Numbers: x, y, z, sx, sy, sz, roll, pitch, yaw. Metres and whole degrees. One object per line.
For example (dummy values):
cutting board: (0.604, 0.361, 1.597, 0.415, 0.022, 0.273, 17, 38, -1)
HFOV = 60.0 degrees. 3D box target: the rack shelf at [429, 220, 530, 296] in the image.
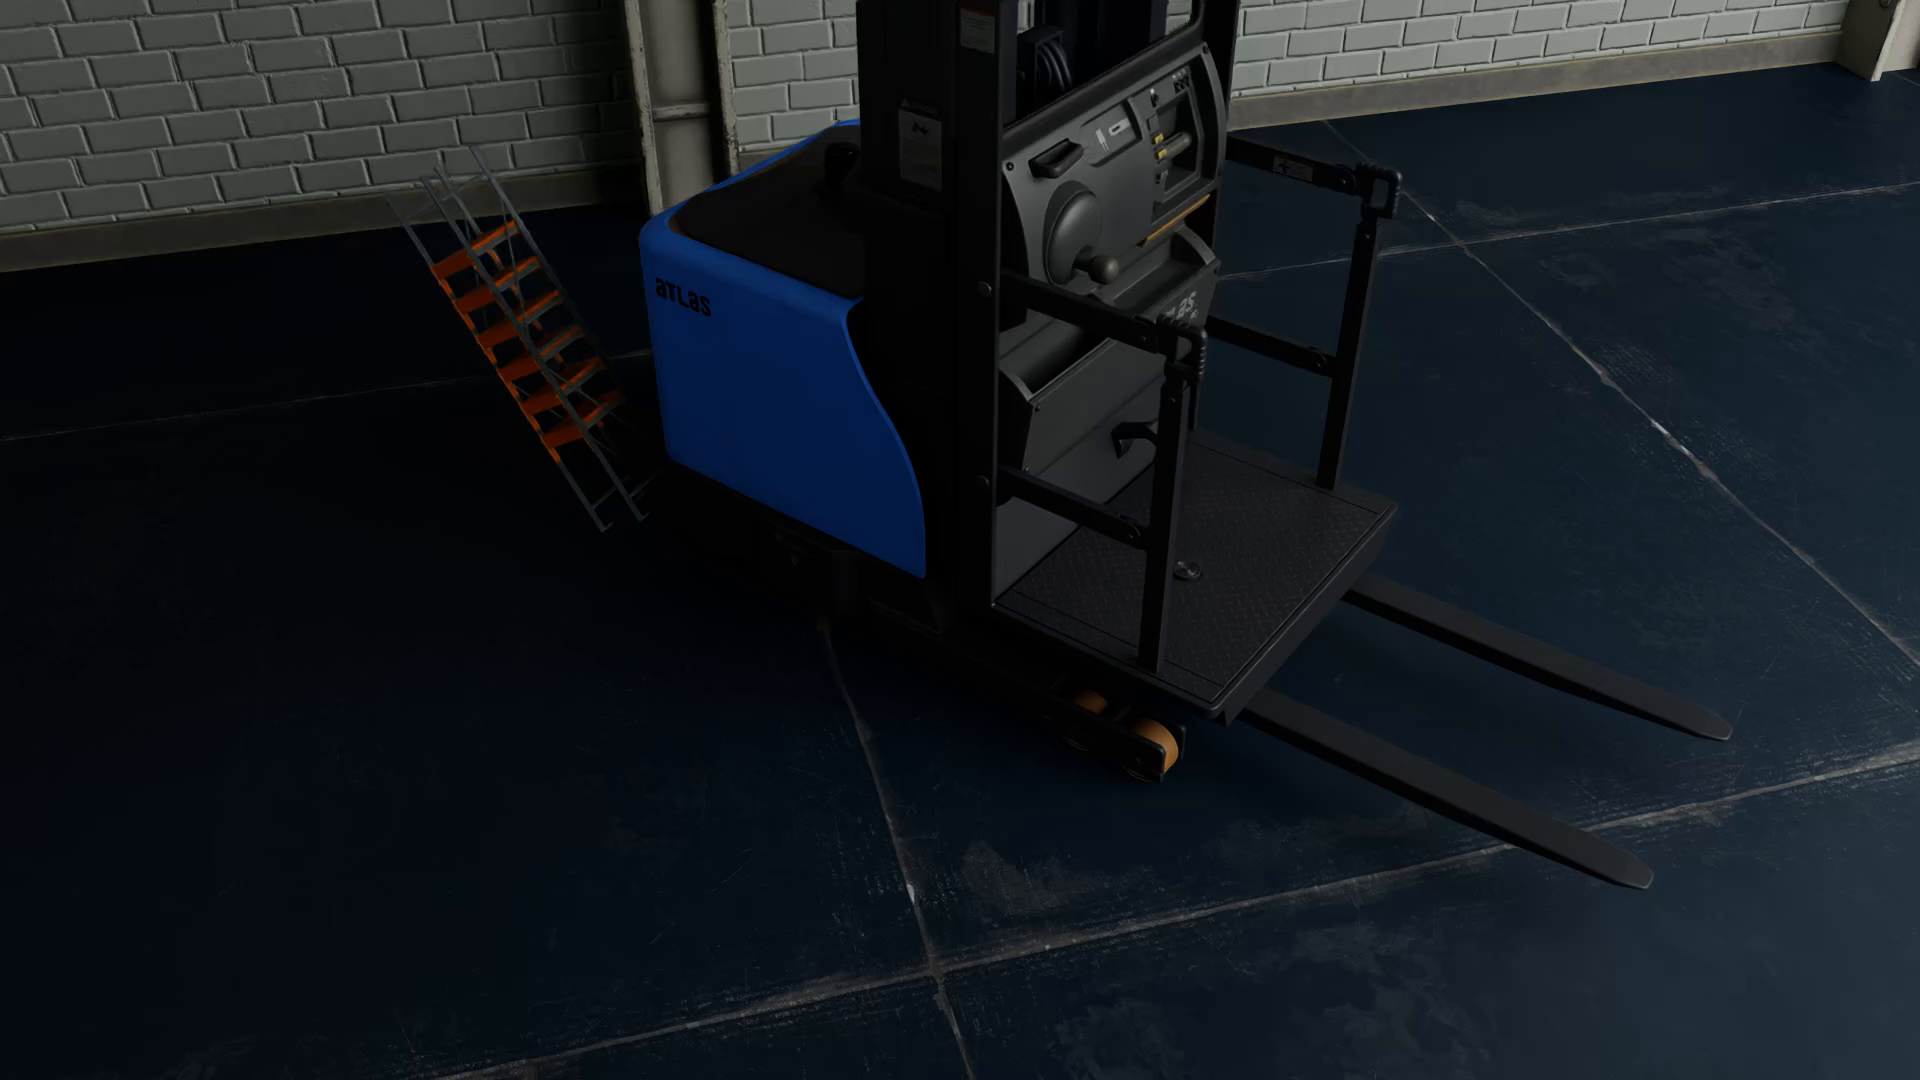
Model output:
rack shelf: (-1.432, -0.854, 4.990, 0.180, 0.103, 0.258, -13, 26, 38)

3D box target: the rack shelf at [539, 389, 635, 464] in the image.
rack shelf: (-1.156, -0.362, 5.195, 0.180, 0.103, 0.258, -13, 26, 38)

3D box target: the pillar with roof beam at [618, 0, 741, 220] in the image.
pillar with roof beam: (-0.023, -2.486, 1.093, 0.400, 9.000, 9.100, -9, 38, -12)

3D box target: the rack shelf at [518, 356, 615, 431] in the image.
rack shelf: (-1.211, -0.461, 5.154, 0.180, 0.103, 0.258, -13, 26, 38)

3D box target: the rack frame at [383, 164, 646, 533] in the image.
rack frame: (-1.357, -0.579, 5.154, 0.006, 1.200, 0.240, -13, 26, 38)

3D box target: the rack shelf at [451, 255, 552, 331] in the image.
rack shelf: (-1.377, -0.756, 5.031, 0.180, 0.103, 0.258, -13, 26, 38)

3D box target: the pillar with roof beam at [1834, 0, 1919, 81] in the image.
pillar with roof beam: (5.770, -3.436, 2.336, 0.400, 9.000, 9.100, -9, 38, -12)

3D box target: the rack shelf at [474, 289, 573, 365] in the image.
rack shelf: (-1.322, -0.657, 5.072, 0.180, 0.103, 0.258, -13, 26, 38)

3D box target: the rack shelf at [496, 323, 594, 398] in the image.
rack shelf: (-1.267, -0.559, 5.113, 0.180, 0.103, 0.258, -13, 26, 38)

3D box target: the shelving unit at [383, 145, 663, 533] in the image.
shelving unit: (-1.287, -0.595, 5.098, 0.189, 1.200, 0.258, -13, 26, 38)

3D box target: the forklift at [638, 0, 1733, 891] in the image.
forklift: (0.566, -0.893, 4.005, 3.031, 2.935, 1.130, 24, 44, 28)

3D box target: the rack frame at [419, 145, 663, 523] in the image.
rack frame: (-1.216, -0.611, 5.042, 0.006, 1.200, 0.240, -13, 26, 38)
